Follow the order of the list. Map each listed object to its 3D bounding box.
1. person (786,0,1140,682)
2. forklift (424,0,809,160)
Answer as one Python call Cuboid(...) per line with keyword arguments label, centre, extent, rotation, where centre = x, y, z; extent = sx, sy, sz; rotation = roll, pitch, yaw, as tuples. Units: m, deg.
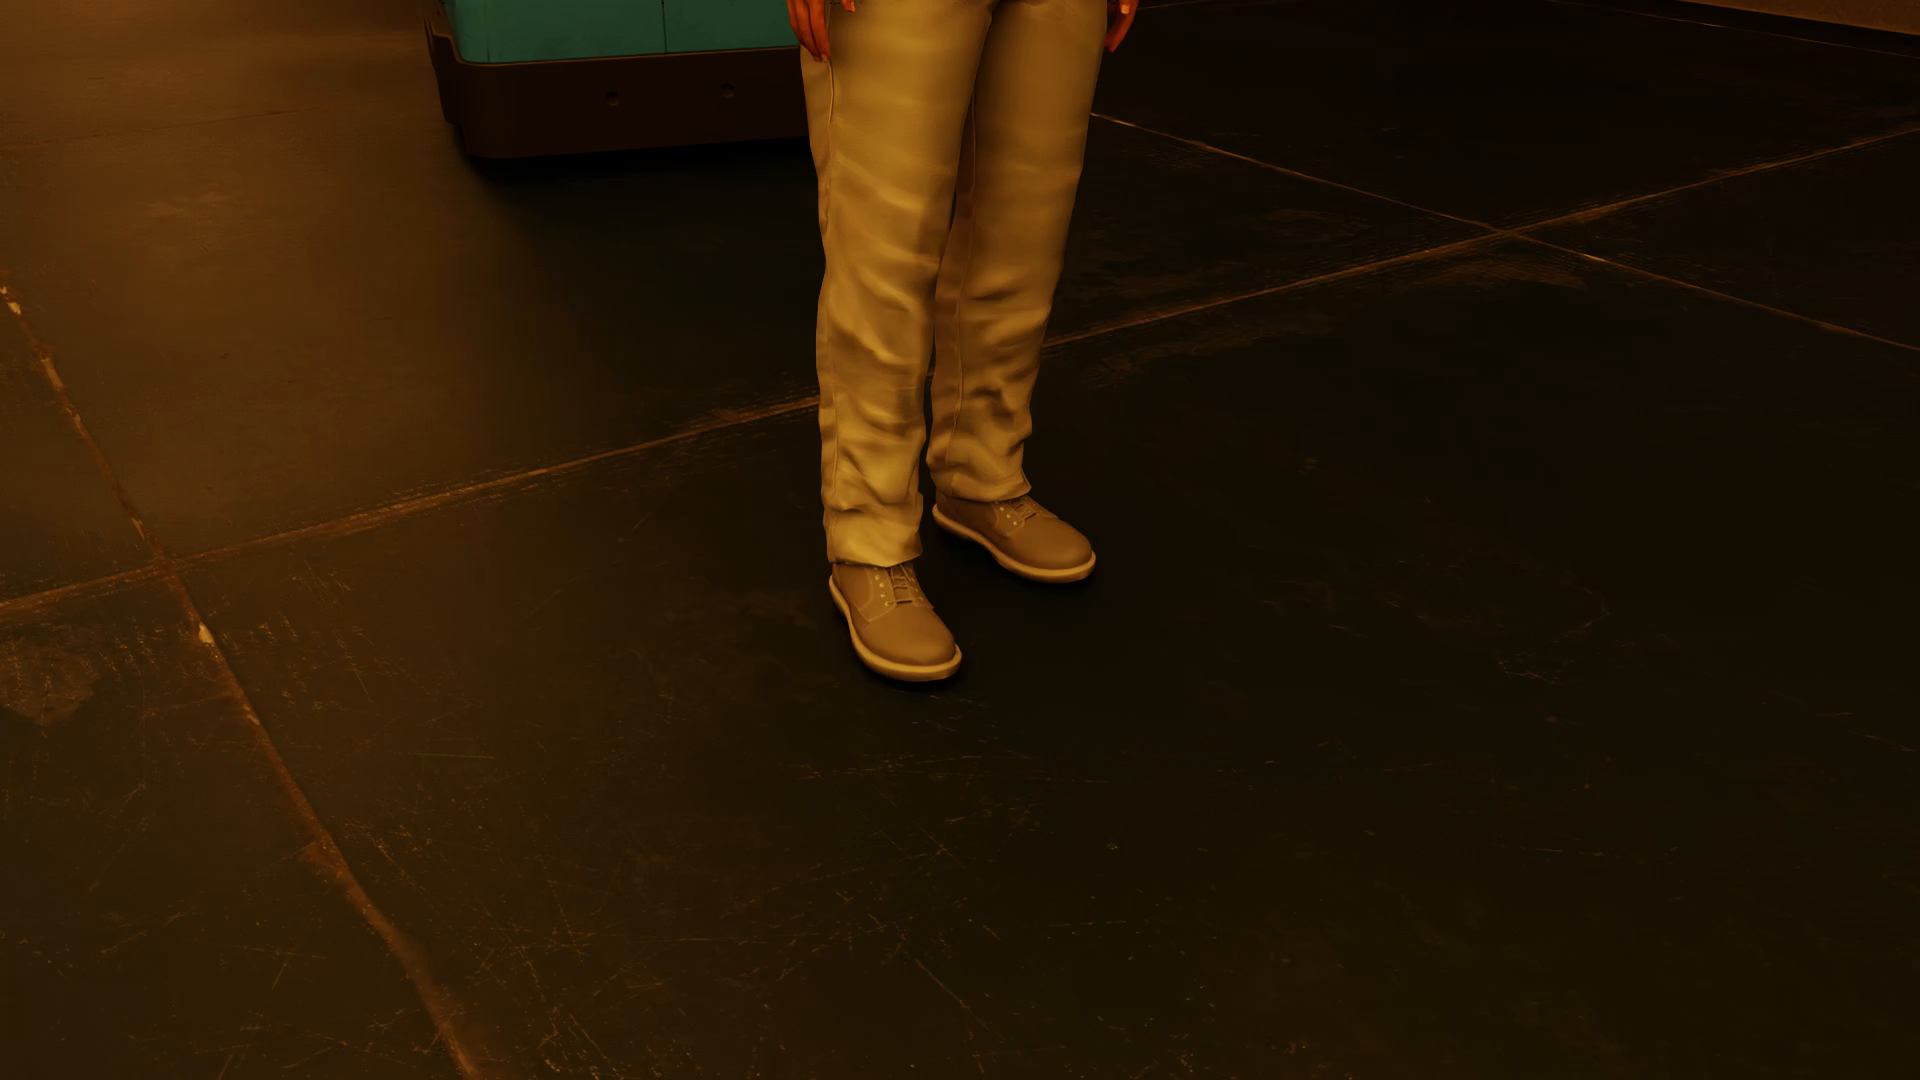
Cuboid(label="person", centre=(0.025, -0.718, 2.055), extent=(0.599, 1.670, 0.529), rotation=(-17, 31, -31))
Cuboid(label="forklift", centre=(-1.235, -2.937, 5.086), extent=(1.130, 2.935, 3.031), rotation=(-8, 28, -16))
